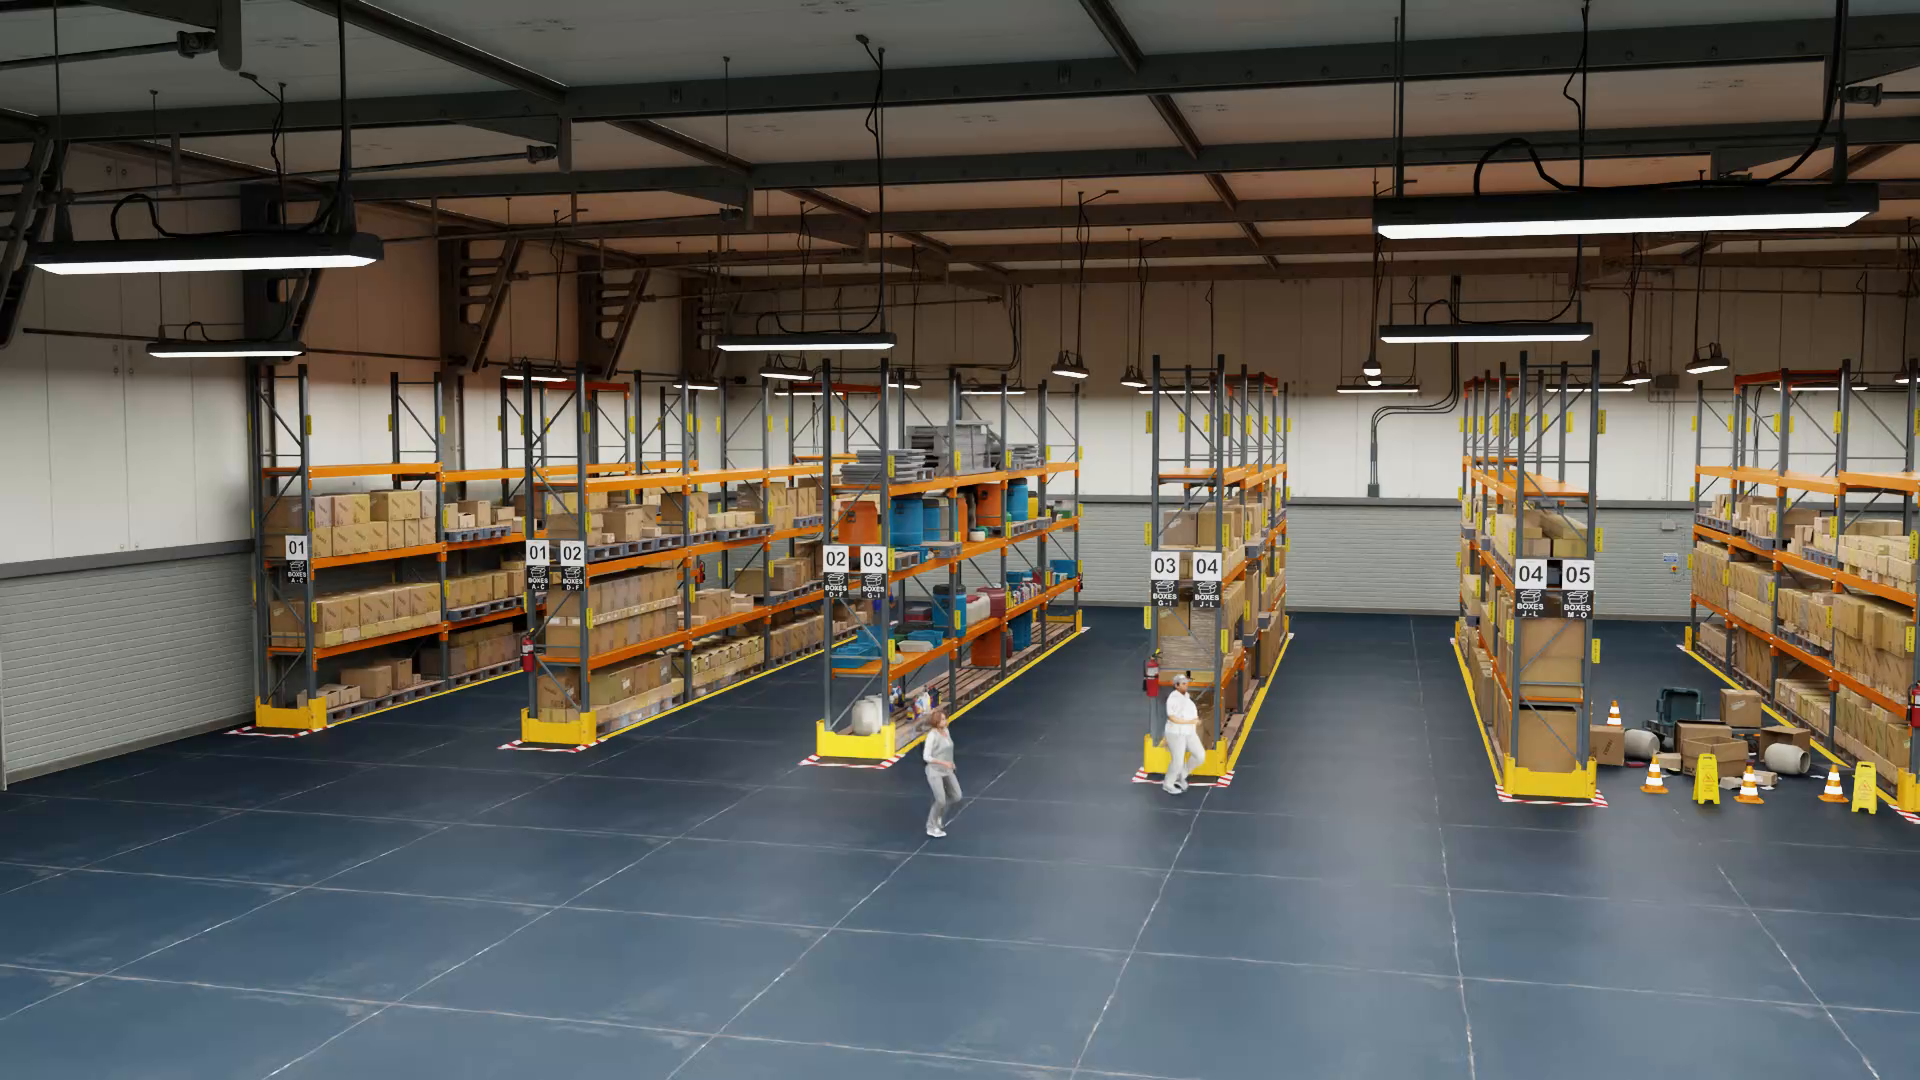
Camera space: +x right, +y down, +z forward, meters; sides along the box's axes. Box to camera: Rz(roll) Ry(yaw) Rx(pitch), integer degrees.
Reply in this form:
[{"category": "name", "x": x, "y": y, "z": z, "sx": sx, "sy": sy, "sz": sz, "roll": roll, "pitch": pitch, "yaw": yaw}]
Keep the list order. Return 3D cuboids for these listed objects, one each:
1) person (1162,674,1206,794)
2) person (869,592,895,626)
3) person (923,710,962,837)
[{"category": "person", "x": 3.033, "y": 2.627, "z": 22.512, "sx": 0.610, "sy": 1.631, "sz": 0.586, "roll": 4, "pitch": 5, "yaw": 43}, {"category": "person", "x": -1.599, "y": 1.587, "z": 33.721, "sx": 0.586, "sy": 1.654, "sz": 0.620, "roll": 1, "pitch": 4, "yaw": 17}, {"category": "person", "x": -0.206, "y": 2.829, "z": 20.106, "sx": 0.530, "sy": 1.556, "sz": 0.510, "roll": 3, "pitch": 5, "yaw": 39}]
